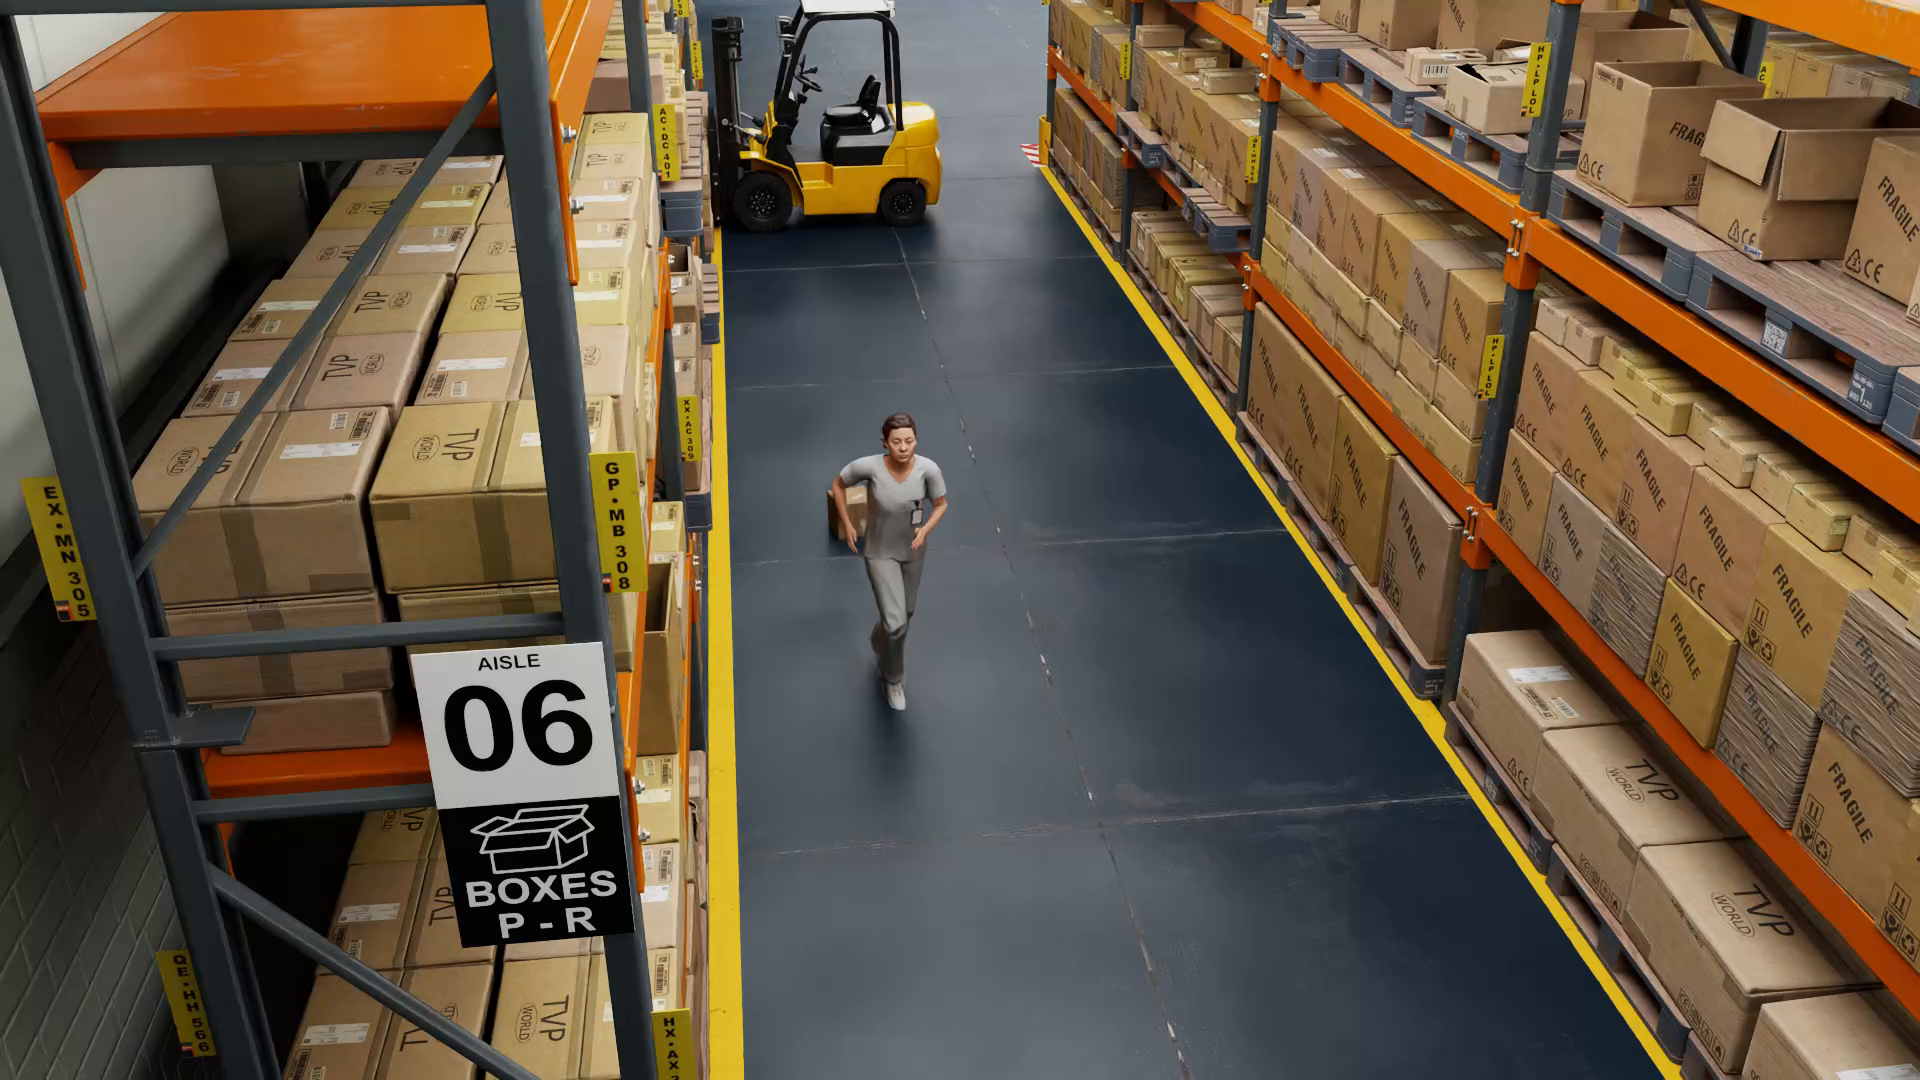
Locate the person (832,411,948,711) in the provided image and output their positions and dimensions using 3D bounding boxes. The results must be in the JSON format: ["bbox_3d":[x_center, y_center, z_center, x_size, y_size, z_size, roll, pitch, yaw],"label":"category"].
[{"bbox_3d":[-0.362,0.086,8.953,0.580,1.700,0.681,-9,29,-17],"label":"person"}]
